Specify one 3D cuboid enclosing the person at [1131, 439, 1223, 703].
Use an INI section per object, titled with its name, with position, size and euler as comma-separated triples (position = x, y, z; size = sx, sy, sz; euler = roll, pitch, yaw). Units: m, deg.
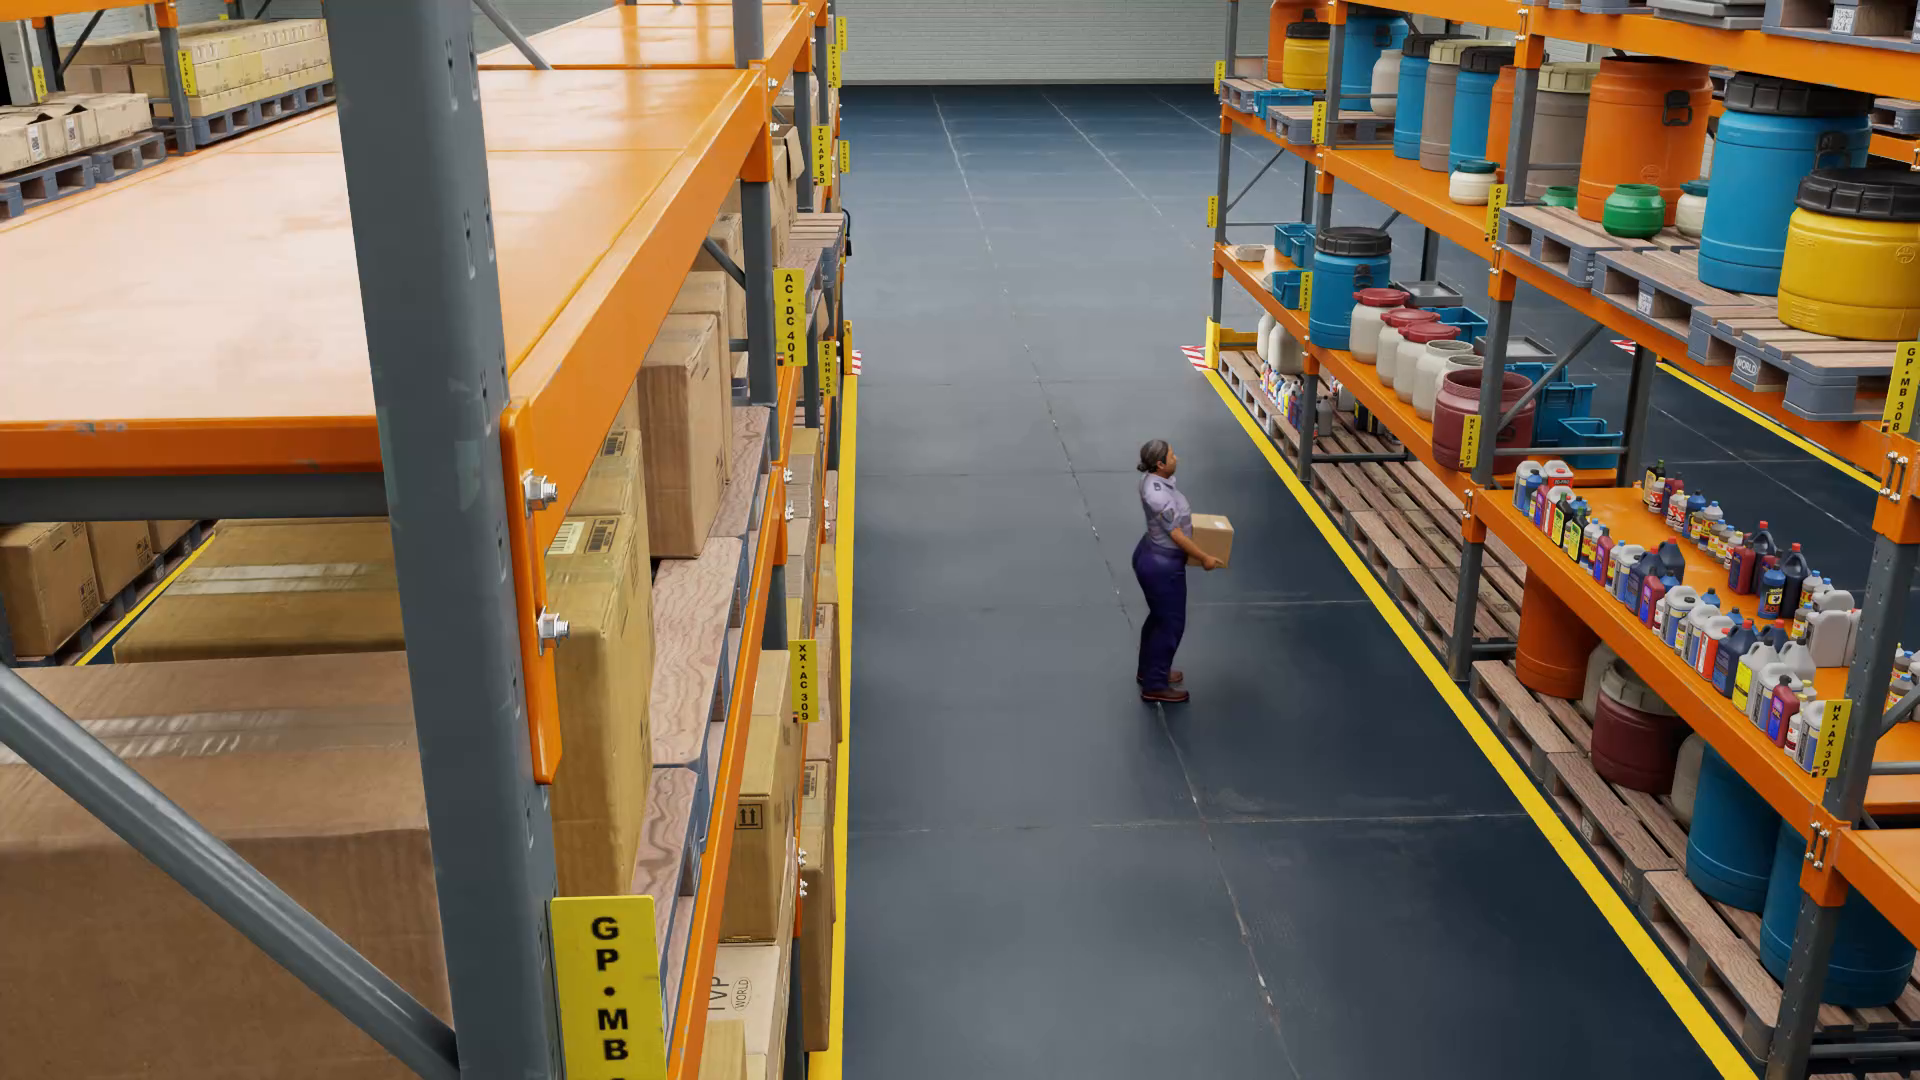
[person]
position = 1.315, 0.174, 10.170
size = 0.521, 1.620, 0.452
euler = -1, 21, -3
